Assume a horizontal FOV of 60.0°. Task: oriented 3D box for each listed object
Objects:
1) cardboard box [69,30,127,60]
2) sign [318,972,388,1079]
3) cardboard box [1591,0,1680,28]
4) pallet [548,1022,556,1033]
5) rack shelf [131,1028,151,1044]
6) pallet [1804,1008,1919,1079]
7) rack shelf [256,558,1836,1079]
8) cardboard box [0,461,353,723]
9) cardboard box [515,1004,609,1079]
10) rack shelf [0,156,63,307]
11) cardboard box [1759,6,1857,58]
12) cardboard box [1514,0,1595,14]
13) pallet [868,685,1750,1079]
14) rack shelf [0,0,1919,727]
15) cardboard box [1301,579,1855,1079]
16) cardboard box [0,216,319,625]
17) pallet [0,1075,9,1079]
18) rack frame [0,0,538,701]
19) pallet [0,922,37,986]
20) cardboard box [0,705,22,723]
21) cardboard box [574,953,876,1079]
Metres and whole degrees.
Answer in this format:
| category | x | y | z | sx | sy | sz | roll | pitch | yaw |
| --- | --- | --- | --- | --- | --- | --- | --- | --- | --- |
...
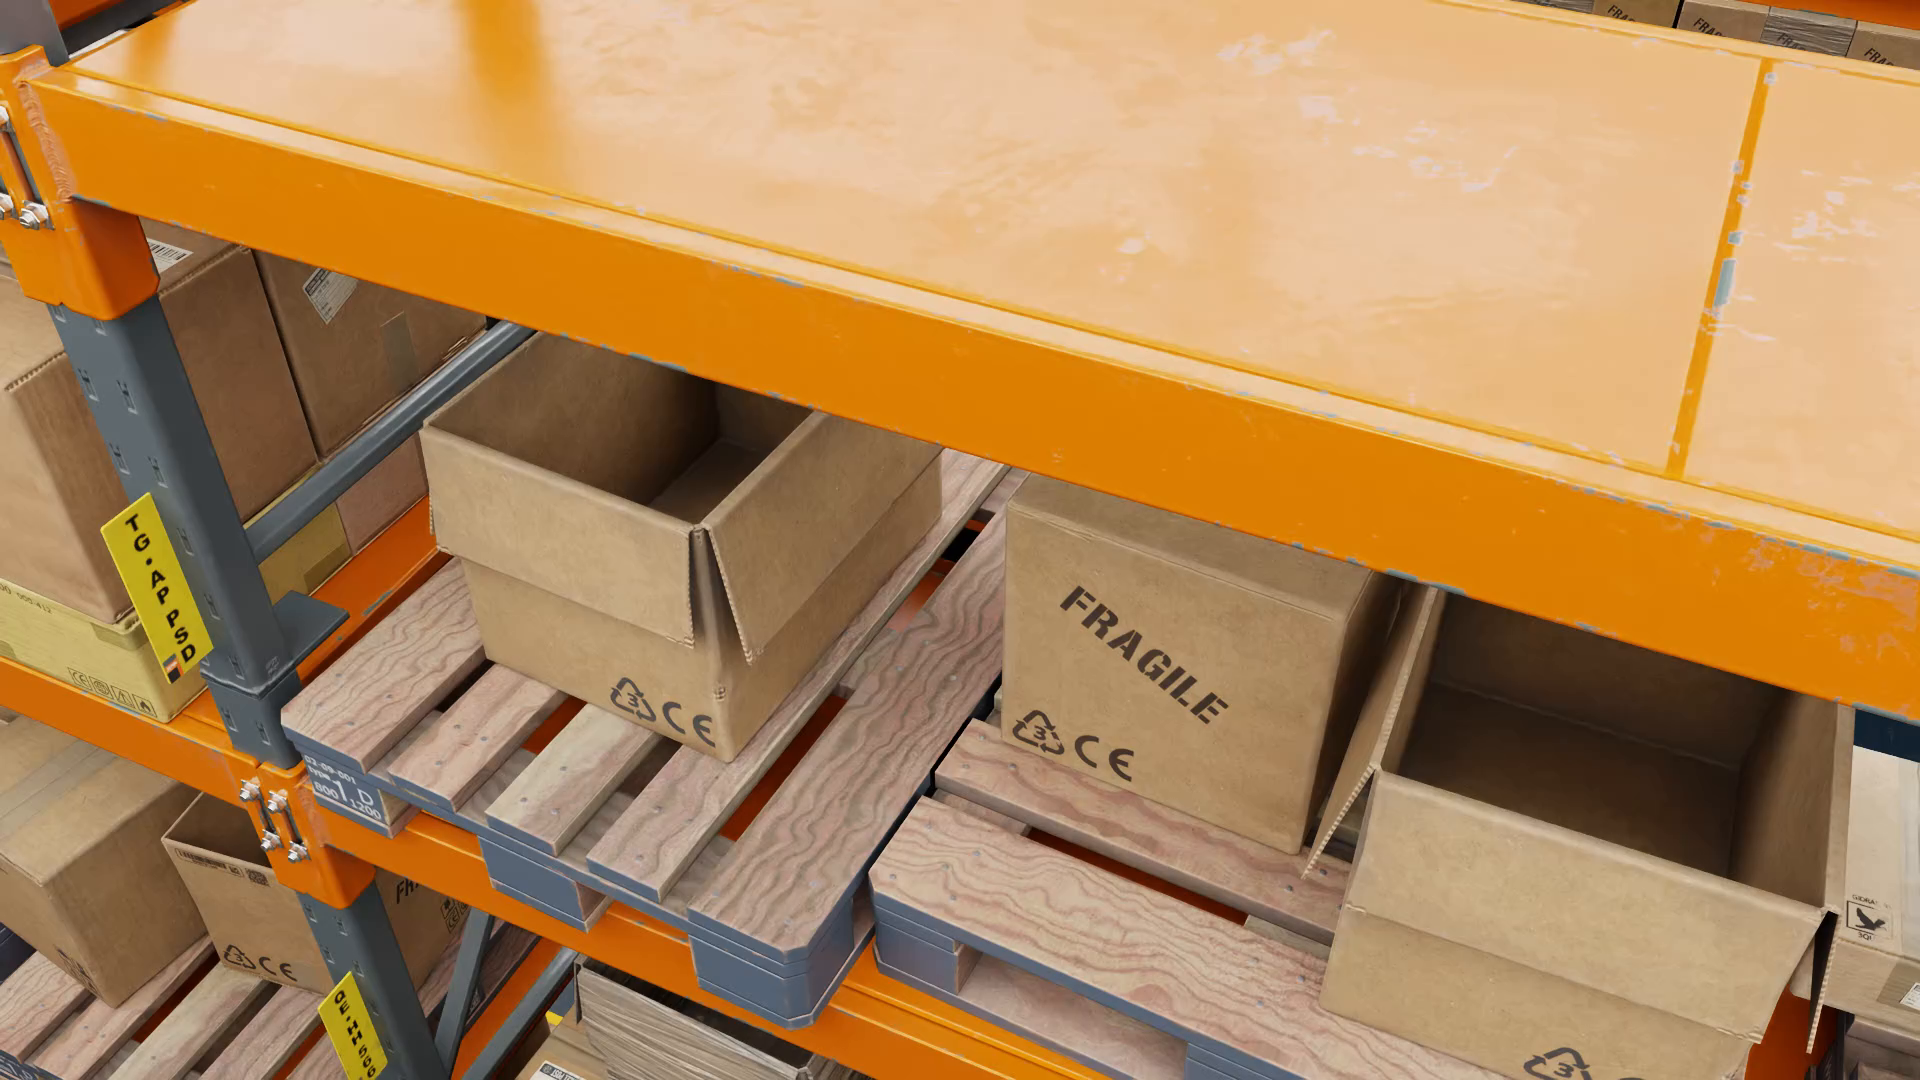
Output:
| category | x | y | z | sx | sy | sz | roll | pitch | yaw |
| --- | --- | --- | --- | --- | --- | --- | --- | --- | --- |
| cardboard box | -1.778 | -0.701 | 3.404 | 0.500 | 0.500 | 0.500 | 17 | 44 | 19 |
| sign | -1.223 | 1.002 | 3.364 | 0.005 | 0.325 | 0.100 | 17 | 44 | 19 |
| cardboard box | 4.410 | -3.436 | 10.881 | 0.500 | 0.500 | 0.500 | 16 | 44 | 18 |
| pallet | -1.710 | 1.921 | 5.256 | 1.213 | 0.211 | 1.003 | 17 | 44 | 19 |
| rack shelf | -2.815 | 0.803 | 4.967 | 4.000 | 0.370 | 1.077 | 17 | 44 | 19 |
| pallet | 1.771 | 0.907 | 2.153 | 1.217 | 0.209 | 0.805 | 15 | 43 | 17 |
| rack shelf | 0.810 | 0.777 | 2.706 | 4.000 | 0.370 | 1.077 | 17 | 44 | 19 |
| cardboard box | -1.537 | 0.022 | 3.143 | 0.500 | 0.250 | 0.500 | 17 | 44 | 19 |
| cardboard box | -0.677 | 1.343 | 3.718 | 0.500 | 0.500 | 0.500 | 18 | 44 | 20 |
| rack shelf | -2.815 | -1.313 | 3.133 | 4.000 | 0.370 | 1.077 | 17 | 44 | 19 |
| cardboard box | 5.347 | -3.155 | 10.557 | 0.500 | 0.500 | 0.500 | 18 | 44 | 19 |
| cardboard box | 3.958 | -3.578 | 11.045 | 0.500 | 0.500 | 0.500 | 15 | 43 | 17 |
| pallet | 0.618 | 0.478 | 2.647 | 1.213 | 0.211 | 1.003 | 19 | 44 | 21 |
| rack shelf | 0.810 | -0.205 | 1.855 | 4.000 | 0.370 | 1.077 | 17 | 44 | 19 |
| cardboard box | 0.858 | 0.307 | 2.300 | 0.637 | 0.503 | 0.797 | 16 | 44 | 18 |
| cardboard box | -1.541 | -0.259 | 2.894 | 0.500 | 0.500 | 0.500 | 18 | 44 | 20 |
| pallet | -2.812 | 1.583 | 5.647 | 1.213 | 0.211 | 1.003 | 17 | 44 | 19 |
| rack frame | -1.002 | -1.182 | 2.127 | 0.127 | 3.000 | 1.000 | 17 | 44 | 19 |
| pallet | -2.814 | 0.633 | 4.759 | 1.213 | 0.211 | 1.003 | 17 | 44 | 19 |
| cardboard box | -2.424 | 0.382 | 4.697 | 0.500 | 0.250 | 0.500 | 16 | 43 | 17 |
| cardboard box | -0.347 | 0.880 | 3.486 | 0.637 | 0.503 | 0.797 | 18 | 44 | 20 |
